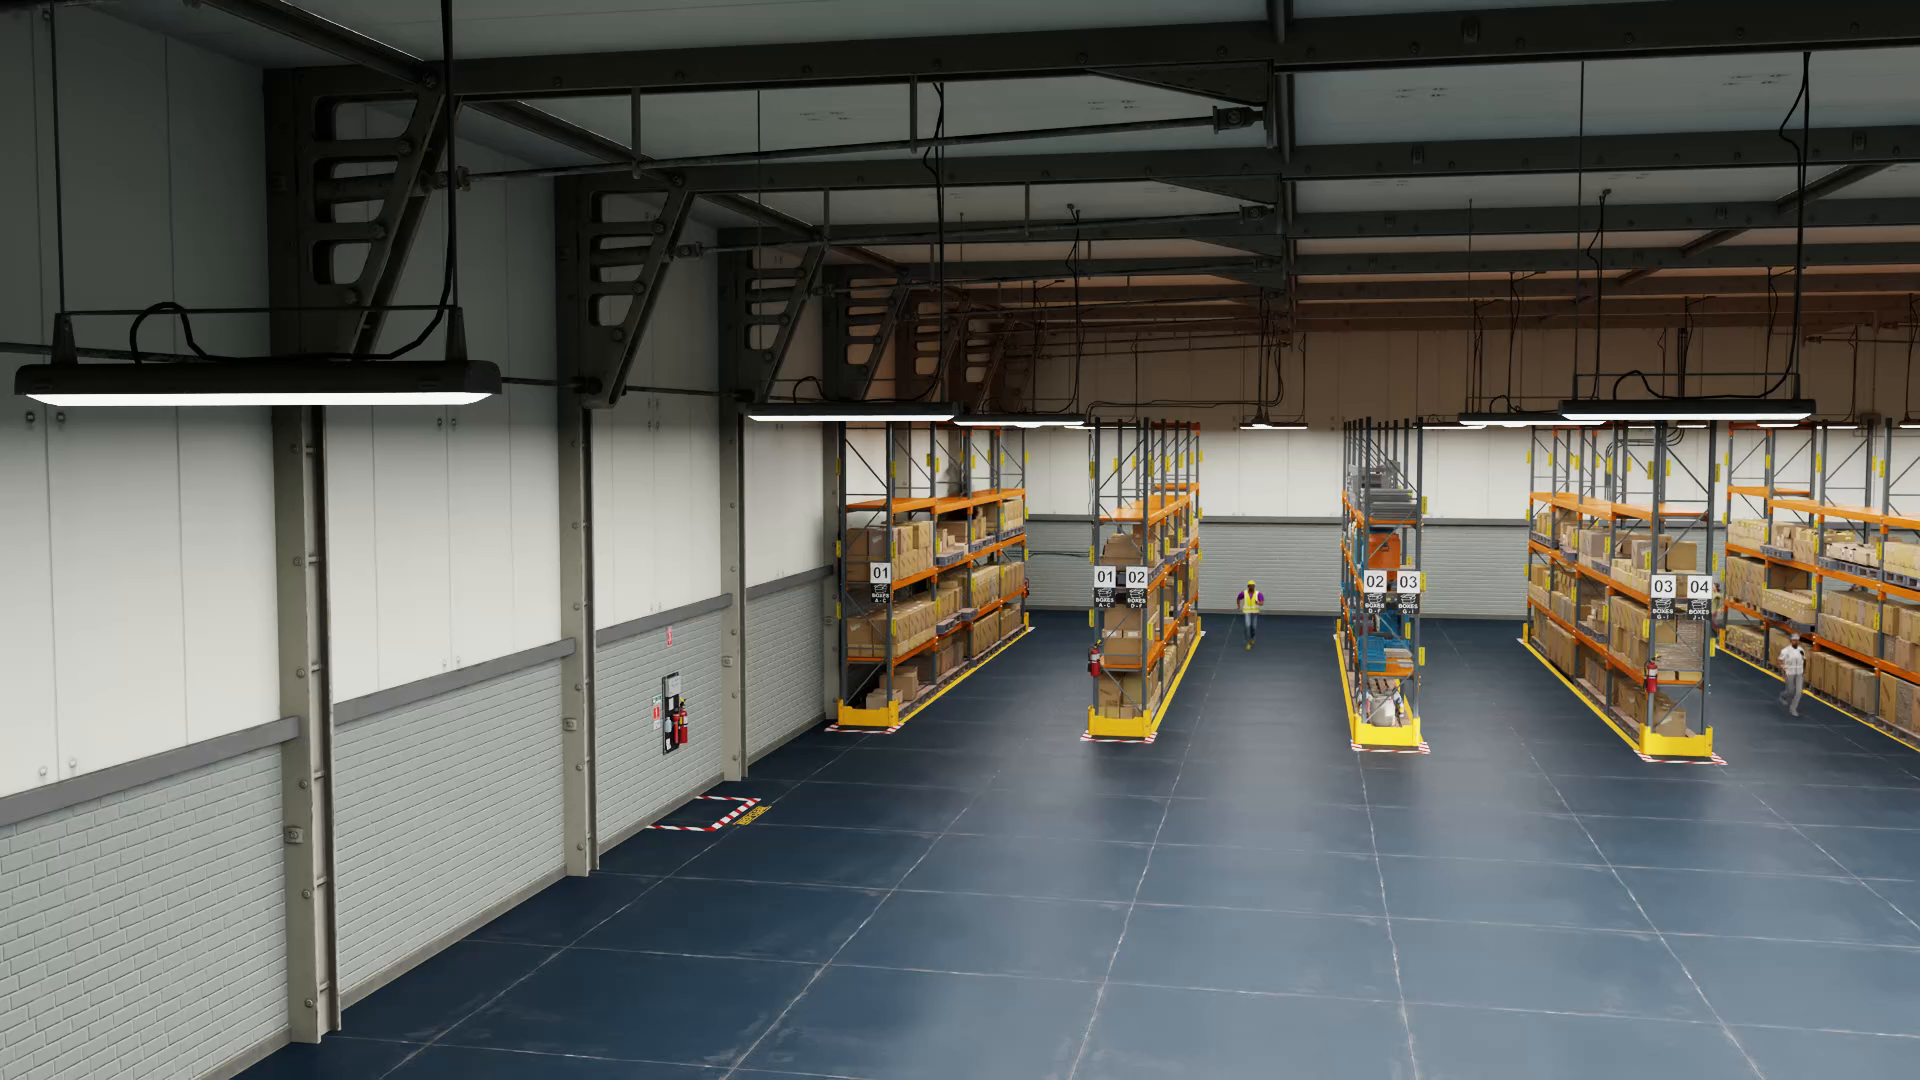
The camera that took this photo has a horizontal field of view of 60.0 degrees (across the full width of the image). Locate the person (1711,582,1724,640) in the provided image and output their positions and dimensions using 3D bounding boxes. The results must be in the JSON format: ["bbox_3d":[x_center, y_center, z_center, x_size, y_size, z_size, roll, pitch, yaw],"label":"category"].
[{"bbox_3d":[20.500,1.965,45.149,0.858,1.647,0.631,0,4,-5],"label":"person"}]

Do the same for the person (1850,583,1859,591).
[{"bbox_3d":[24.077,1.989,44.620,0.840,1.721,0.670,1,4,12],"label":"person"}]

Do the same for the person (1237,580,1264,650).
[{"bbox_3d":[7.709,1.967,44.067,0.686,1.805,0.876,0,4,2],"label":"person"}]

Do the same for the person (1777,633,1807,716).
[{"bbox_3d":[16.915,2.711,33.771,0.575,1.662,0.589,0,4,6],"label":"person"}]
